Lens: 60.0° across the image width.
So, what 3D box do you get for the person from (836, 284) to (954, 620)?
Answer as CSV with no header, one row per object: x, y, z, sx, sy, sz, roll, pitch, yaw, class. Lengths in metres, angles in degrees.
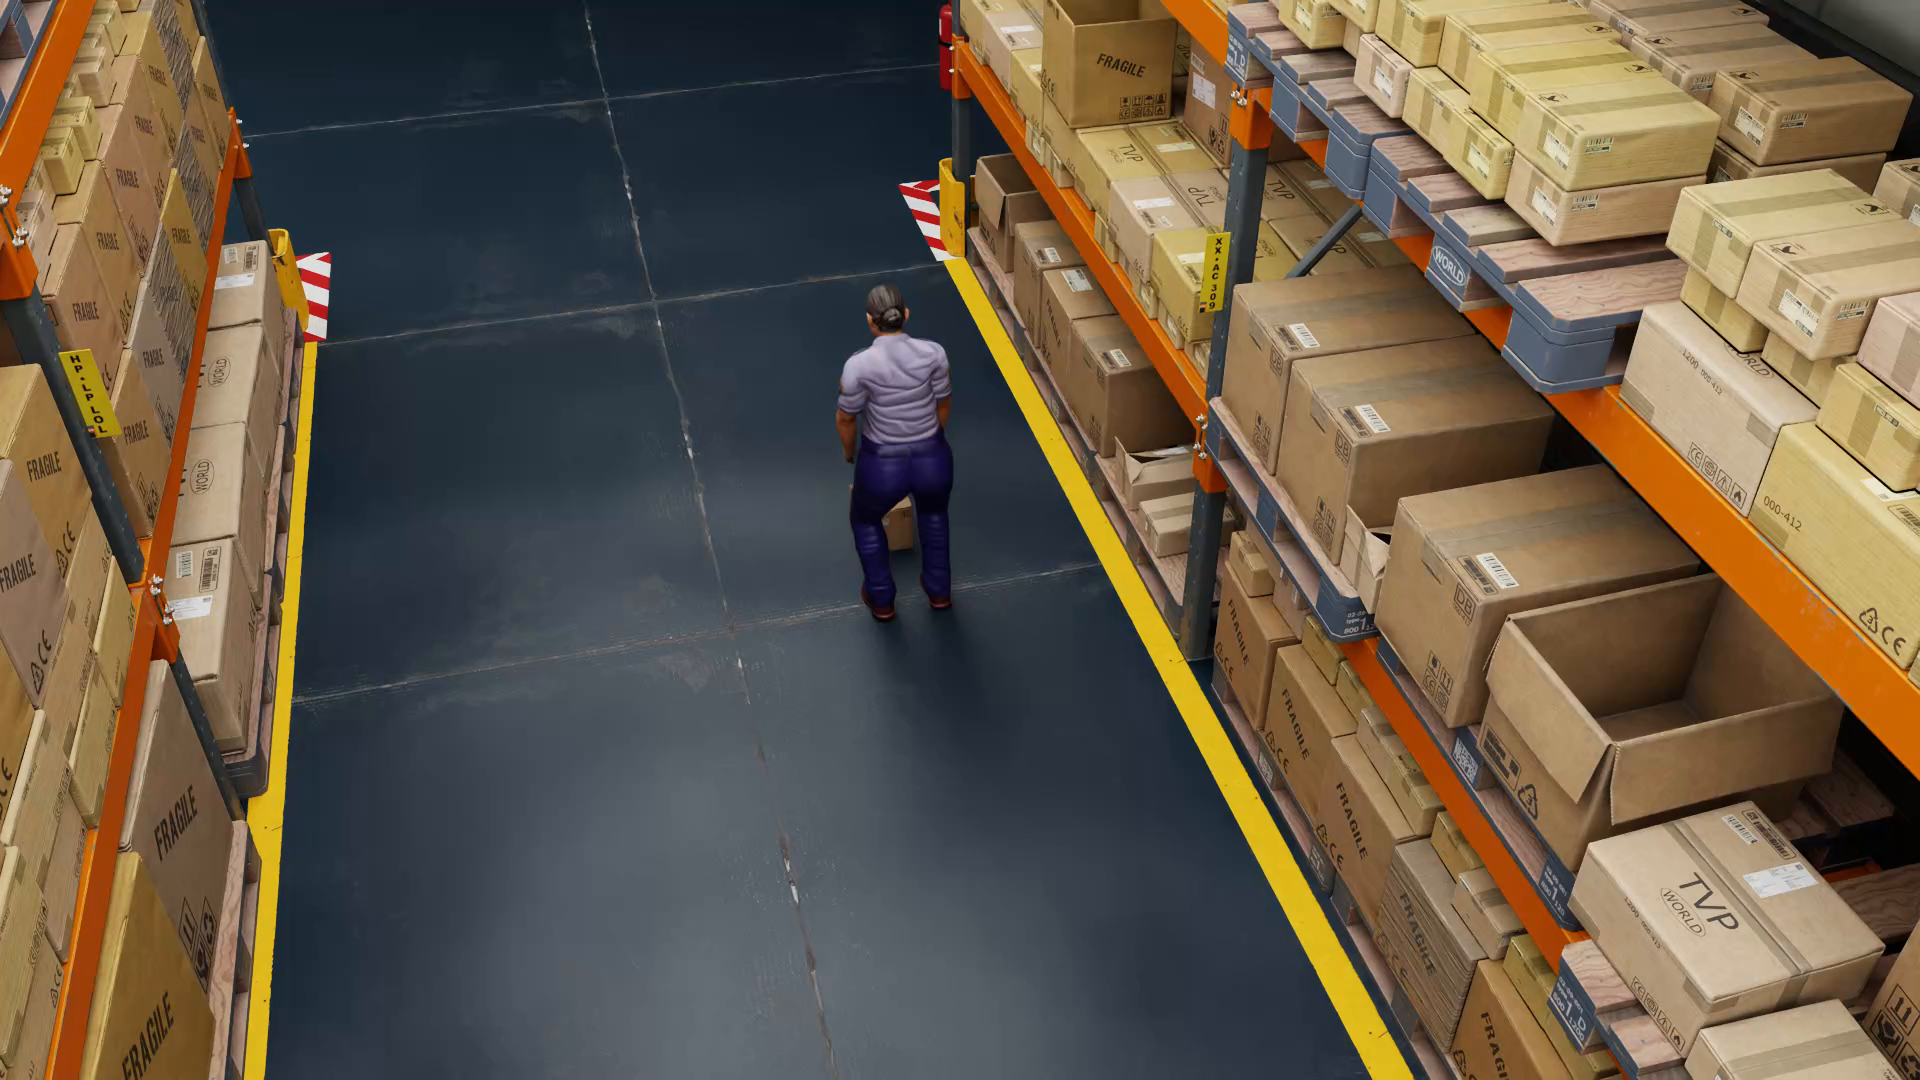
-0.276,-0.341,7.216,0.504,1.587,0.426,-9,39,-11,person
